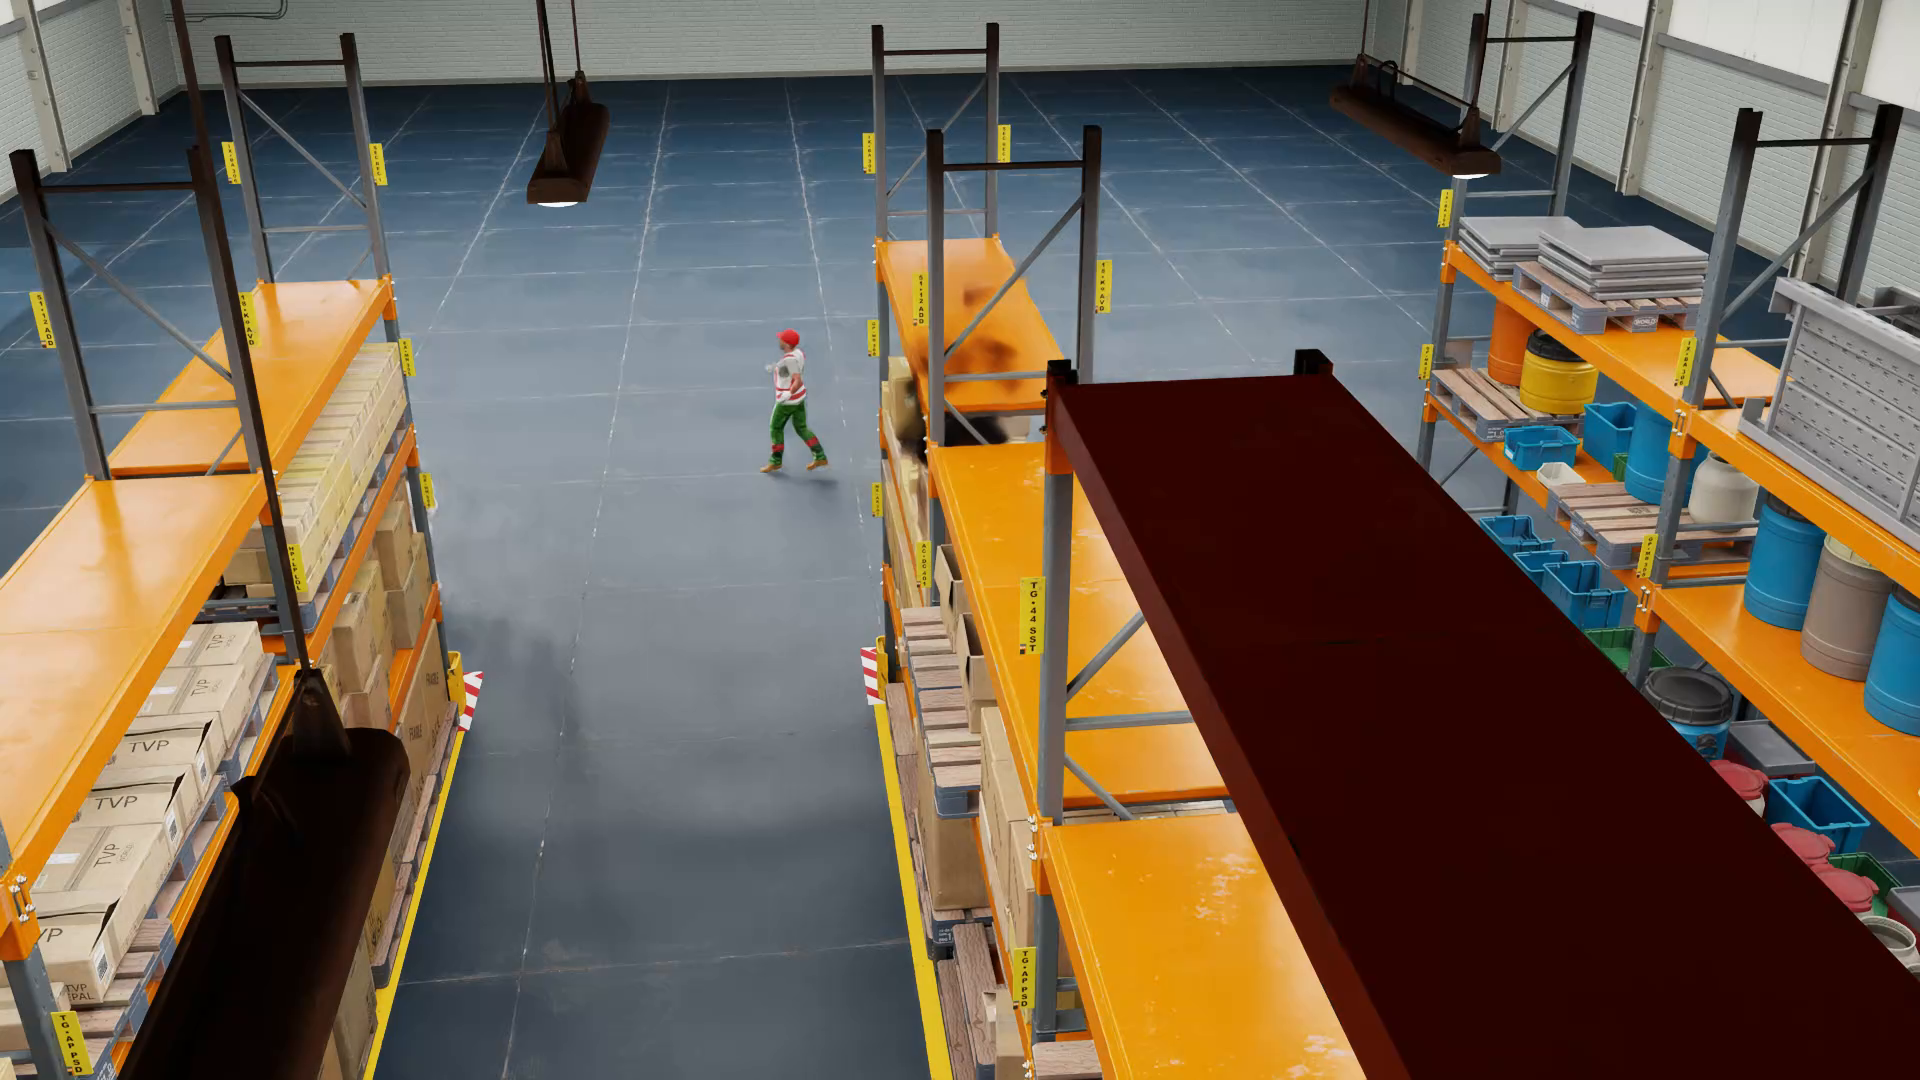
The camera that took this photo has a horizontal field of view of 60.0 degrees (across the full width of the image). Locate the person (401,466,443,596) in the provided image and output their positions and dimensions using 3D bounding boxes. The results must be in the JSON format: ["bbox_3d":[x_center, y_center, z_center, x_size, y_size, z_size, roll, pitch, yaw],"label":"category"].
[{"bbox_3d":[-5.462,-0.032,16.676,0.598,1.684,0.635,19,31,34],"label":"person"}]

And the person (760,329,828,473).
[{"bbox_3d":[-2.000,-1.638,19.827,0.857,1.828,0.644,10,27,19],"label":"person"}]
